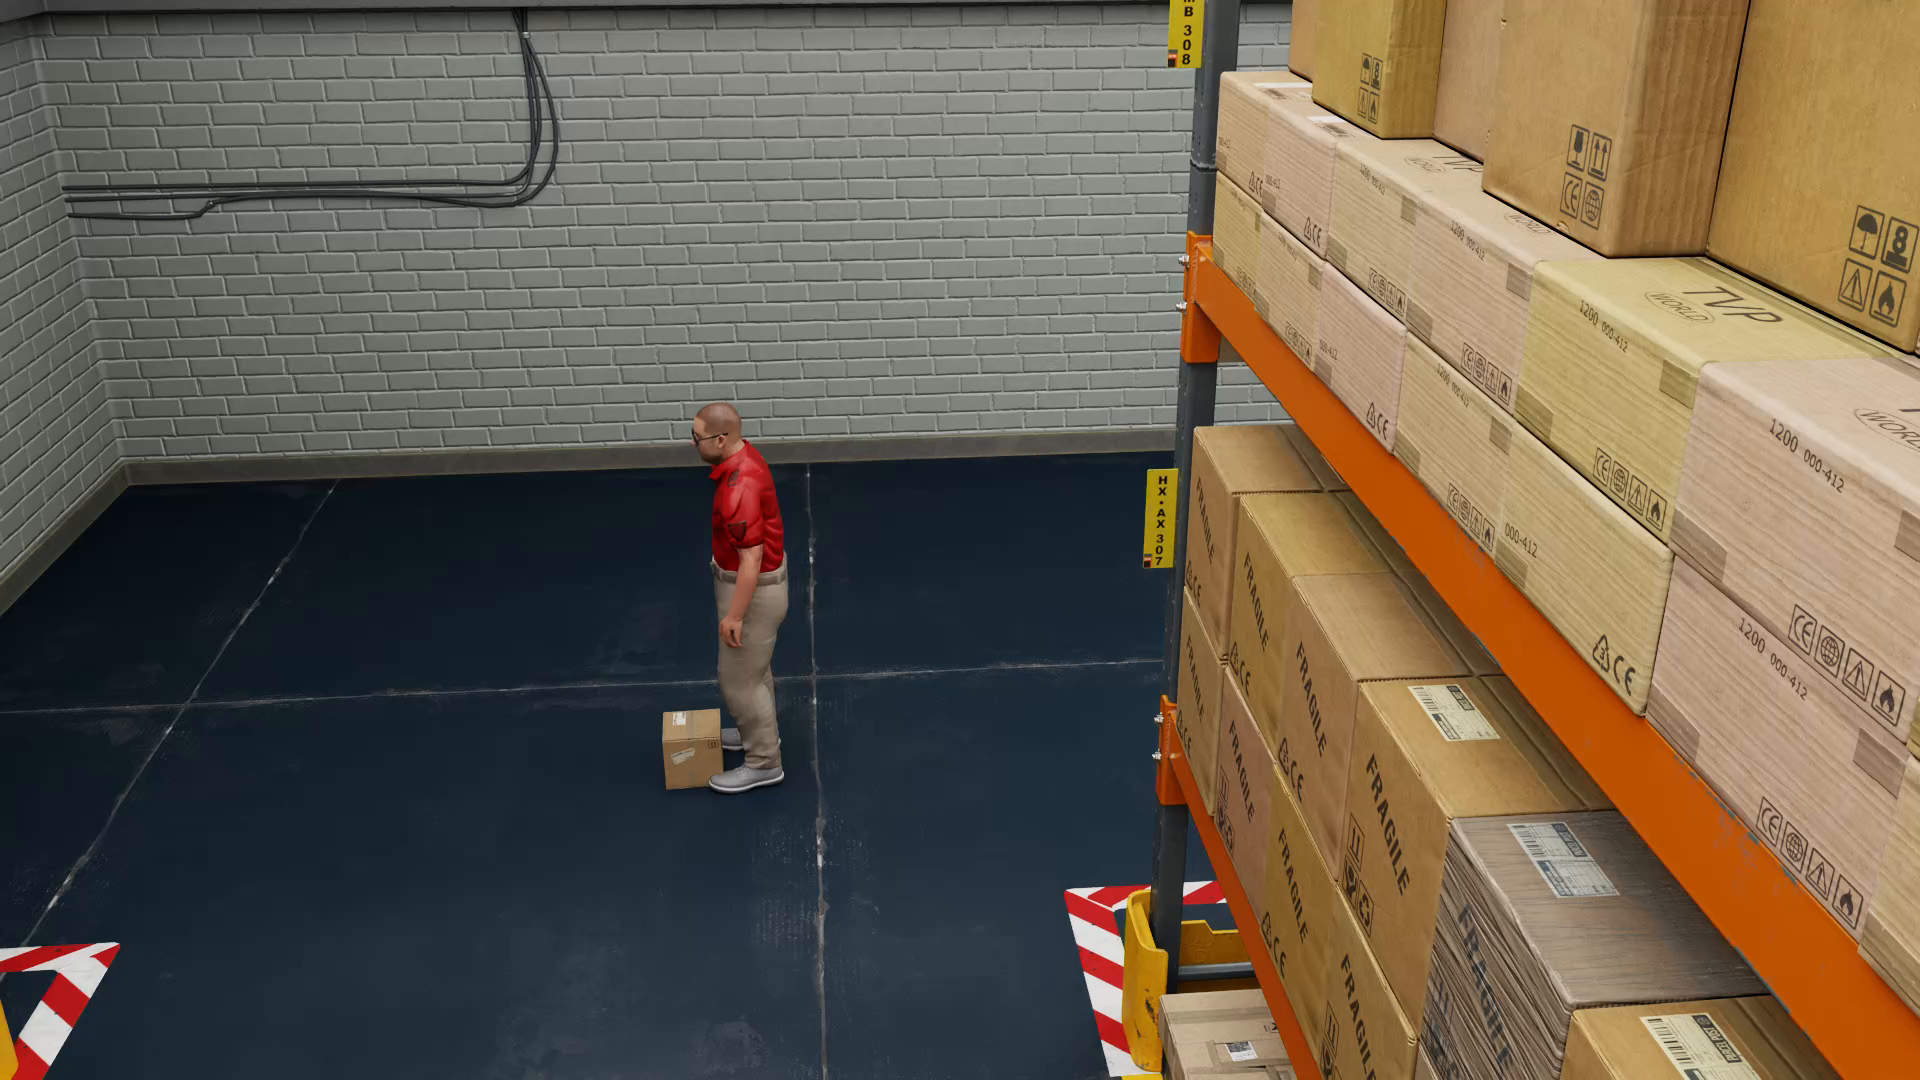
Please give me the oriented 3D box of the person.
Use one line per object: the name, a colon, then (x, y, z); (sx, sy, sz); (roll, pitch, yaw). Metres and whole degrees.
person: (-0.930, 0.228, 7.094); (0.394, 1.727, 0.587); (-2, 24, -5)
